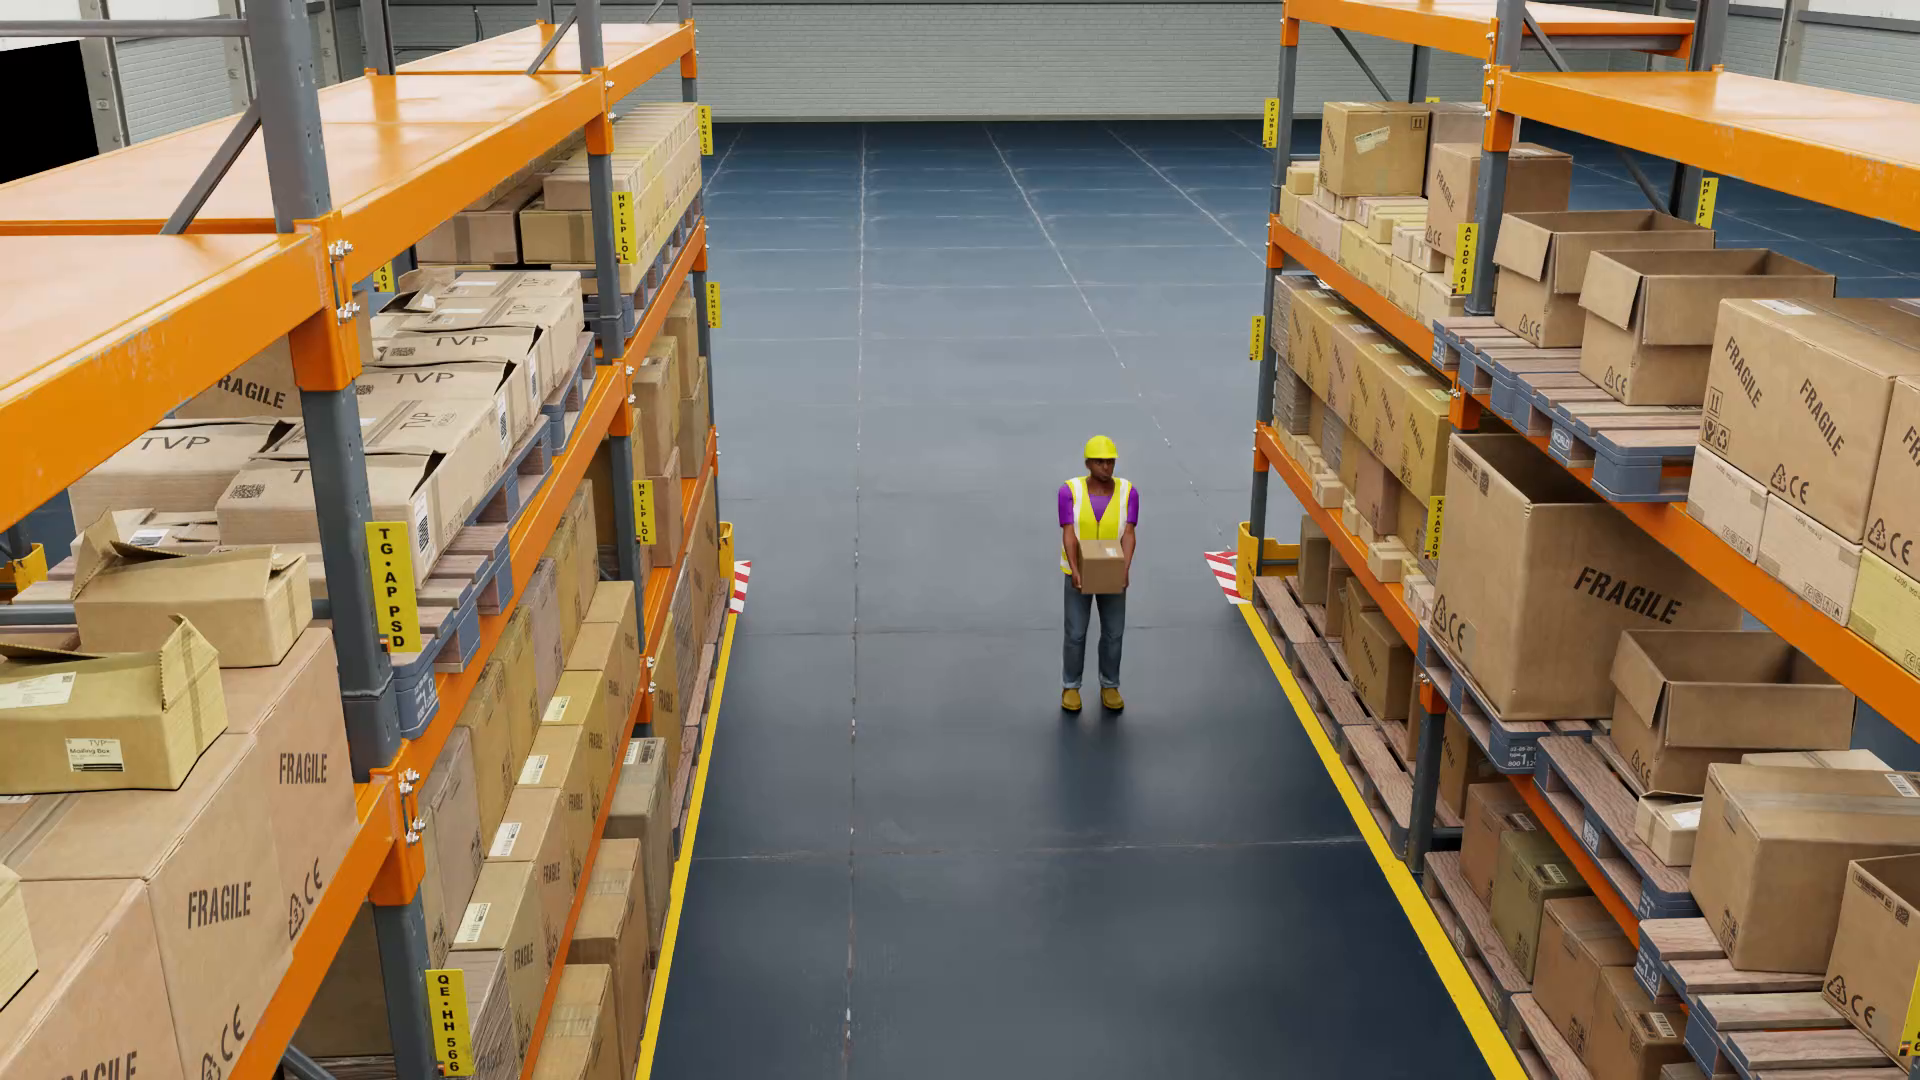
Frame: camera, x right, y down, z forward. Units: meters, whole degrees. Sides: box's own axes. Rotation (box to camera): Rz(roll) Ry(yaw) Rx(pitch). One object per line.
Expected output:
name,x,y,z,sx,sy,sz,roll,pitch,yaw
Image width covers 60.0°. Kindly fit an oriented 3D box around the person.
person,0.867,0.241,10.397,0.503,1.760,0.577,-1,20,-2
